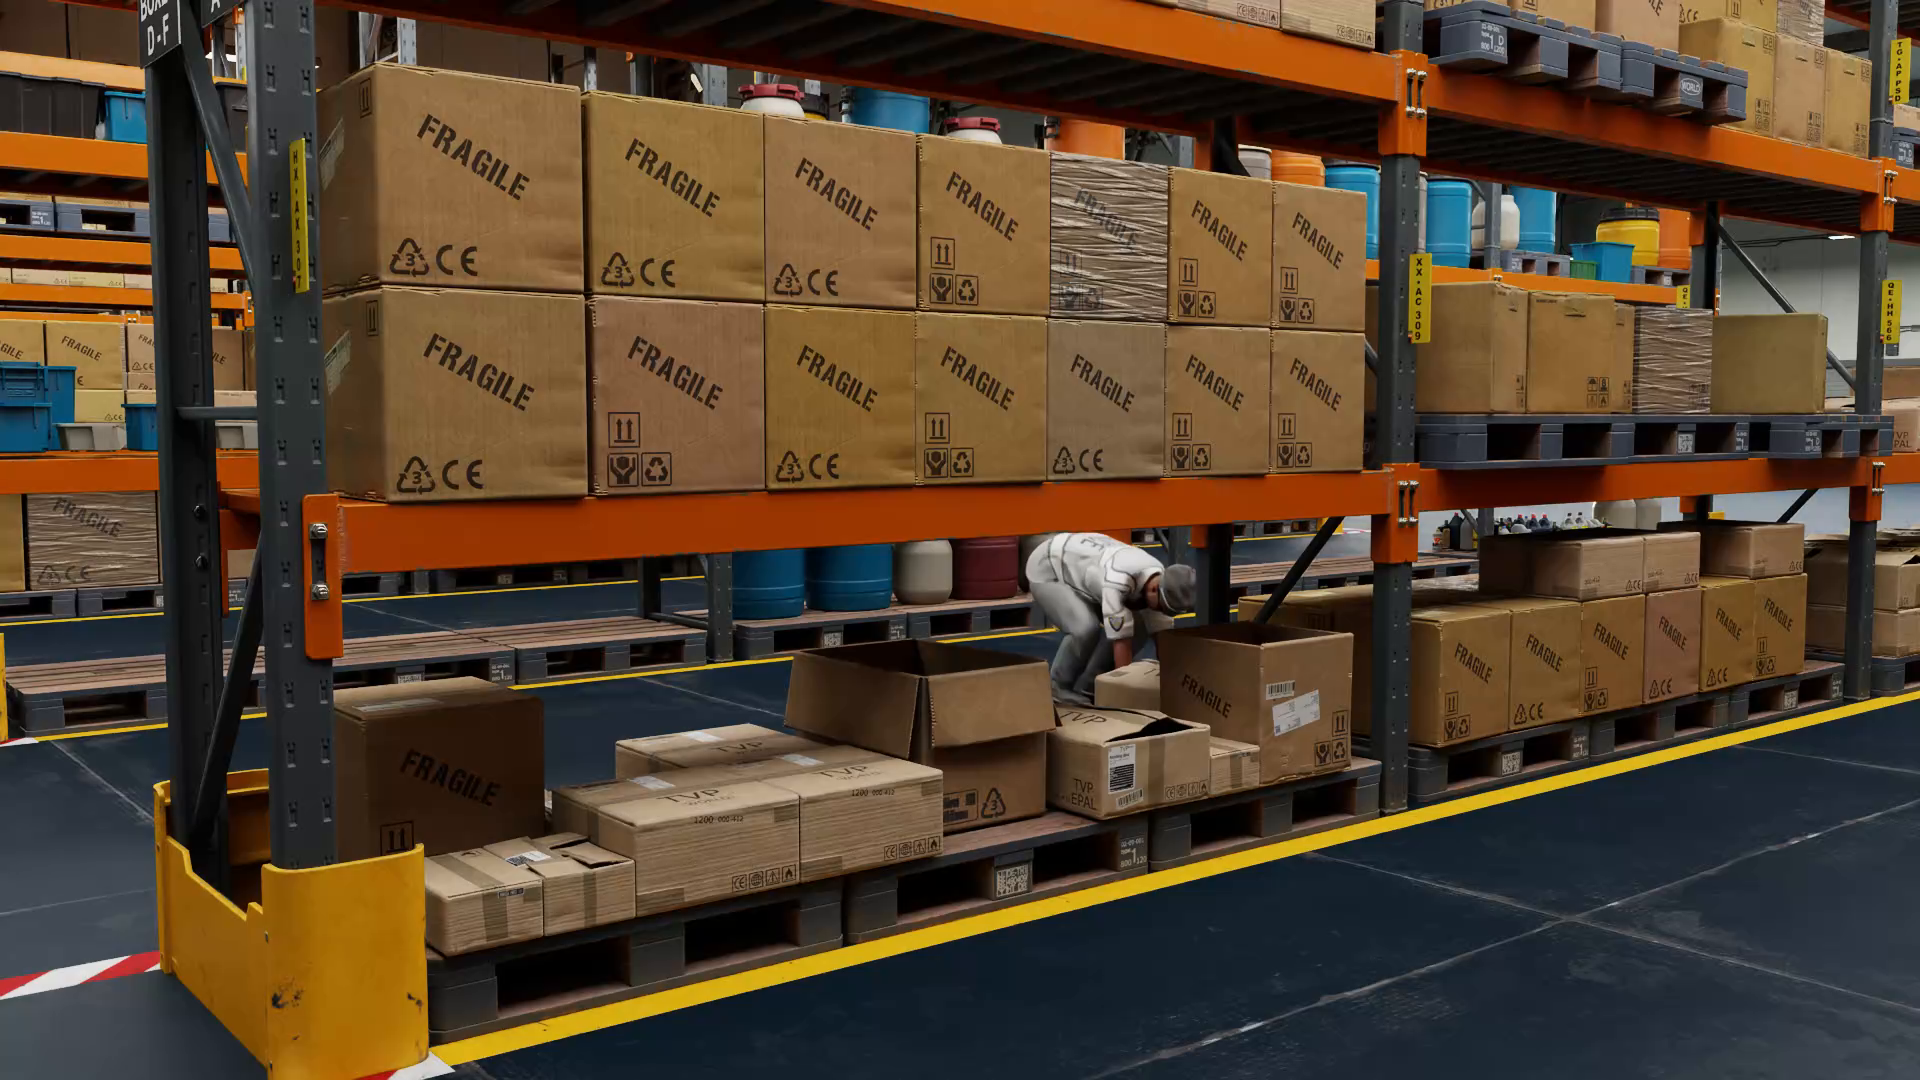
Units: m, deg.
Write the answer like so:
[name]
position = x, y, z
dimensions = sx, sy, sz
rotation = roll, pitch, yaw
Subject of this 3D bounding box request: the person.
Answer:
[person]
position = 0.791, 0.424, 8.586
dimensions = 0.543, 0.912, 1.028
rotation = -4, 6, -41
